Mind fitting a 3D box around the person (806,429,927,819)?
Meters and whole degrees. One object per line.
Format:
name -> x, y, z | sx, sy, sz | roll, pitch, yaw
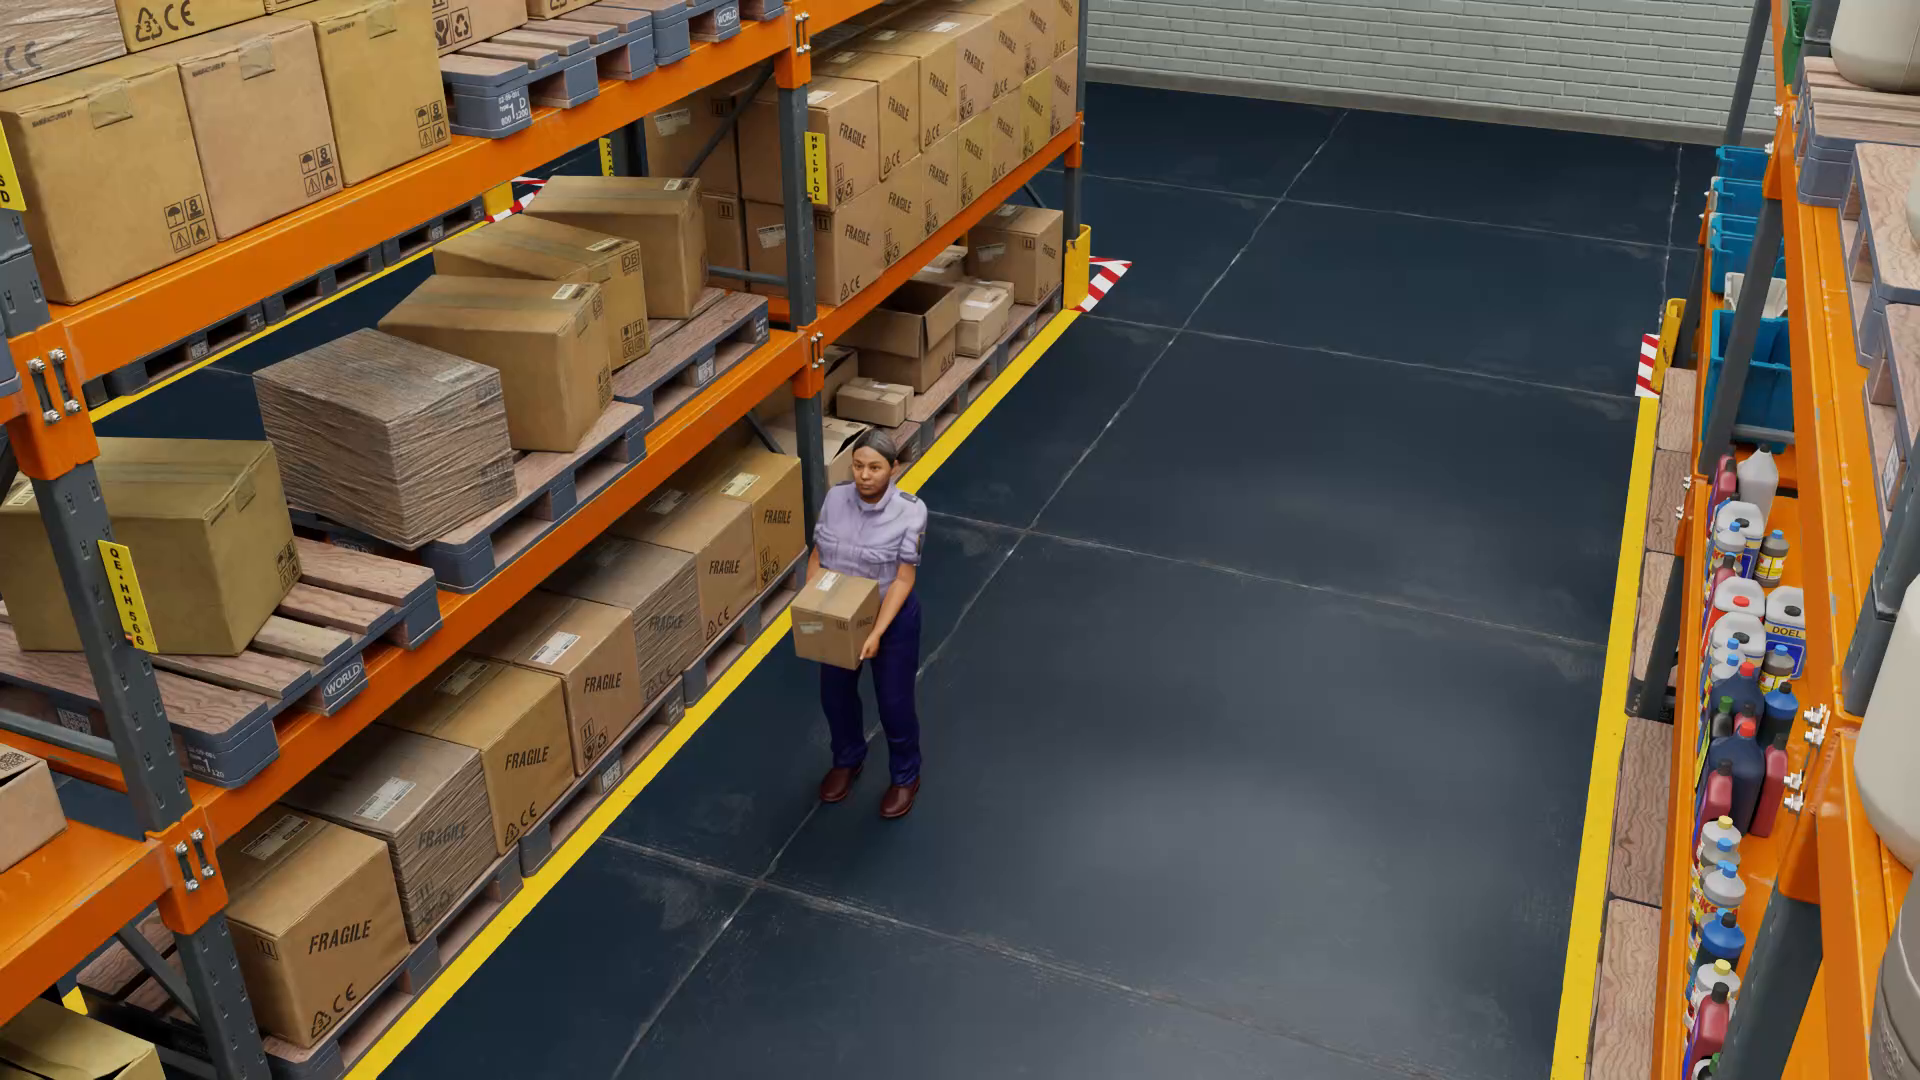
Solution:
person -> -0.388, 0.366, 6.517 | 0.453, 1.638, 0.515 | 12, 32, 20
